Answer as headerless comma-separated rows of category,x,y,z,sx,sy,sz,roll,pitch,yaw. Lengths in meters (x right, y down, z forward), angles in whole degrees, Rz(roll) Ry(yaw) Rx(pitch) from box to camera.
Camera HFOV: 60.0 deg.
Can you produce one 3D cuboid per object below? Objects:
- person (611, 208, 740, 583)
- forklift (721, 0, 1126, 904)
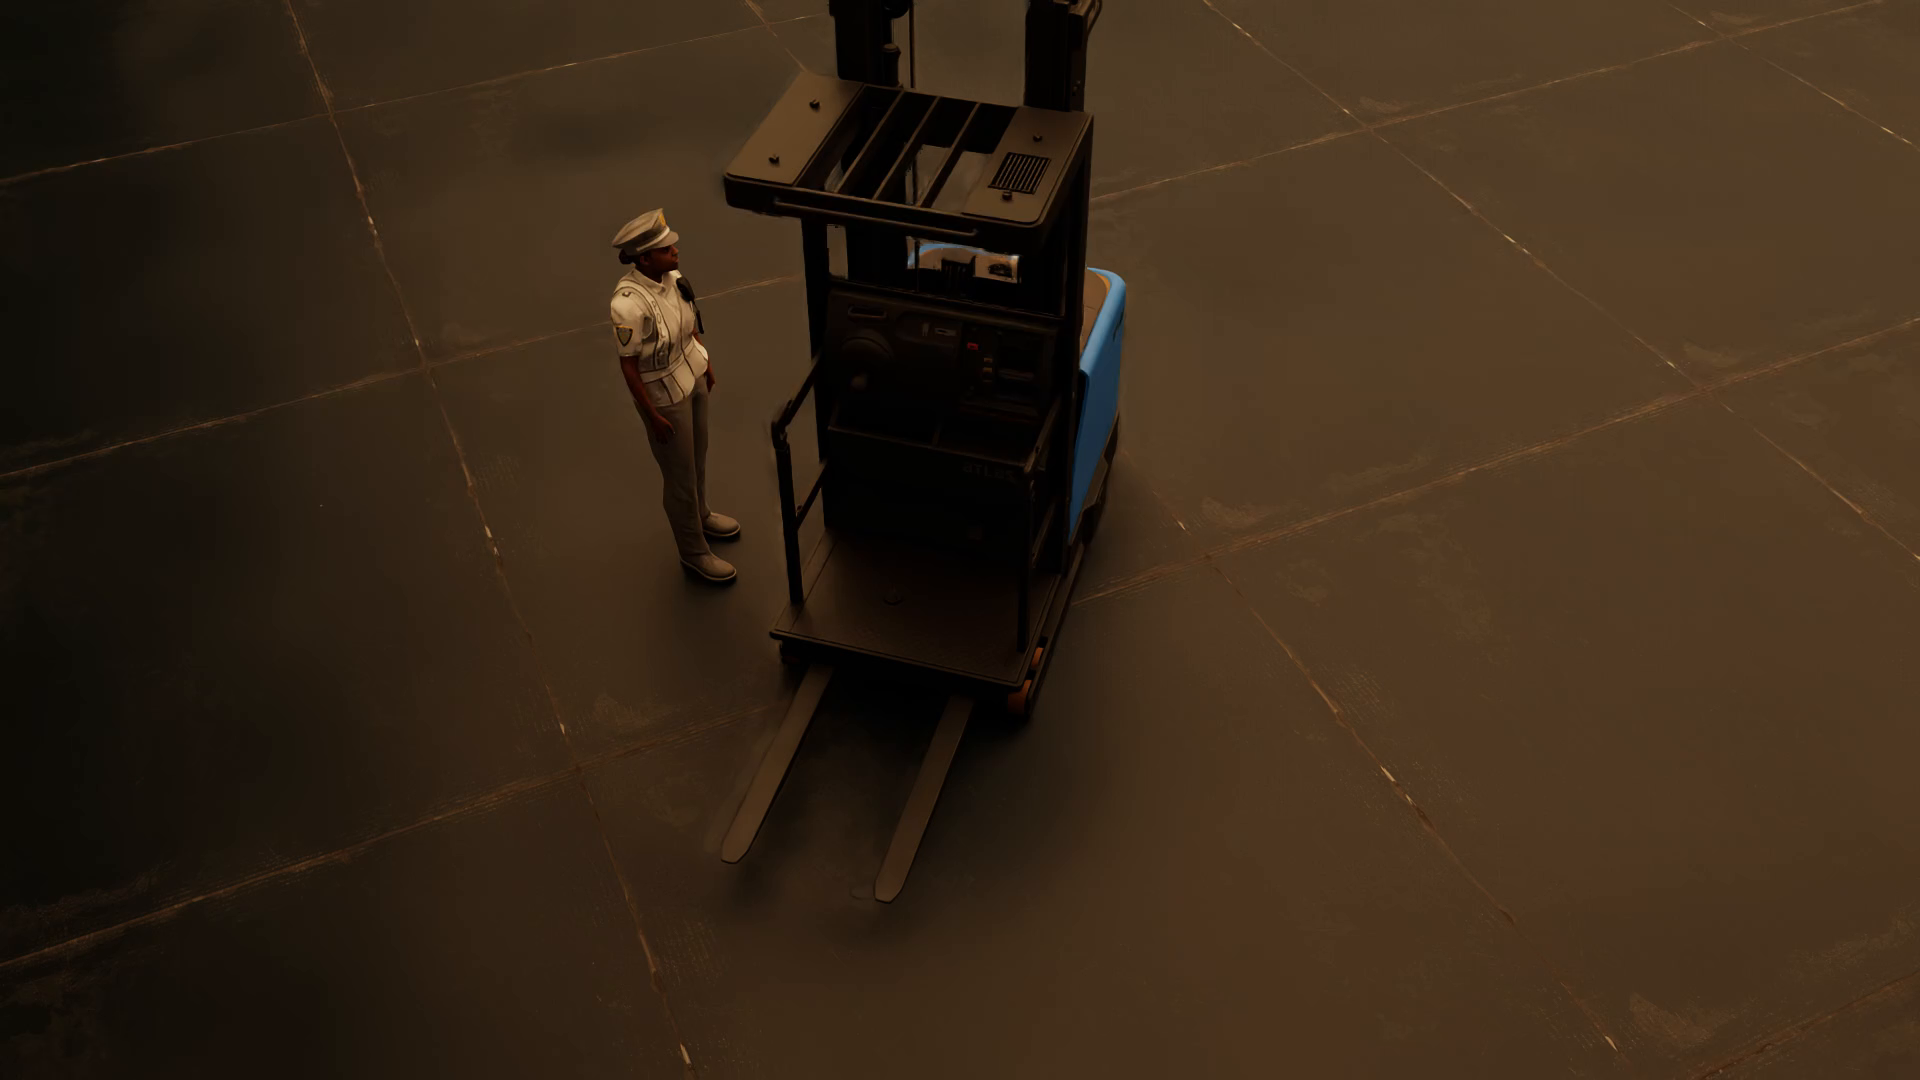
person,-1.203,-0.647,7.268,0.528,1.695,0.570,13,45,14
forklift,-0.142,-0.635,6.360,1.130,2.935,3.031,12,44,12
